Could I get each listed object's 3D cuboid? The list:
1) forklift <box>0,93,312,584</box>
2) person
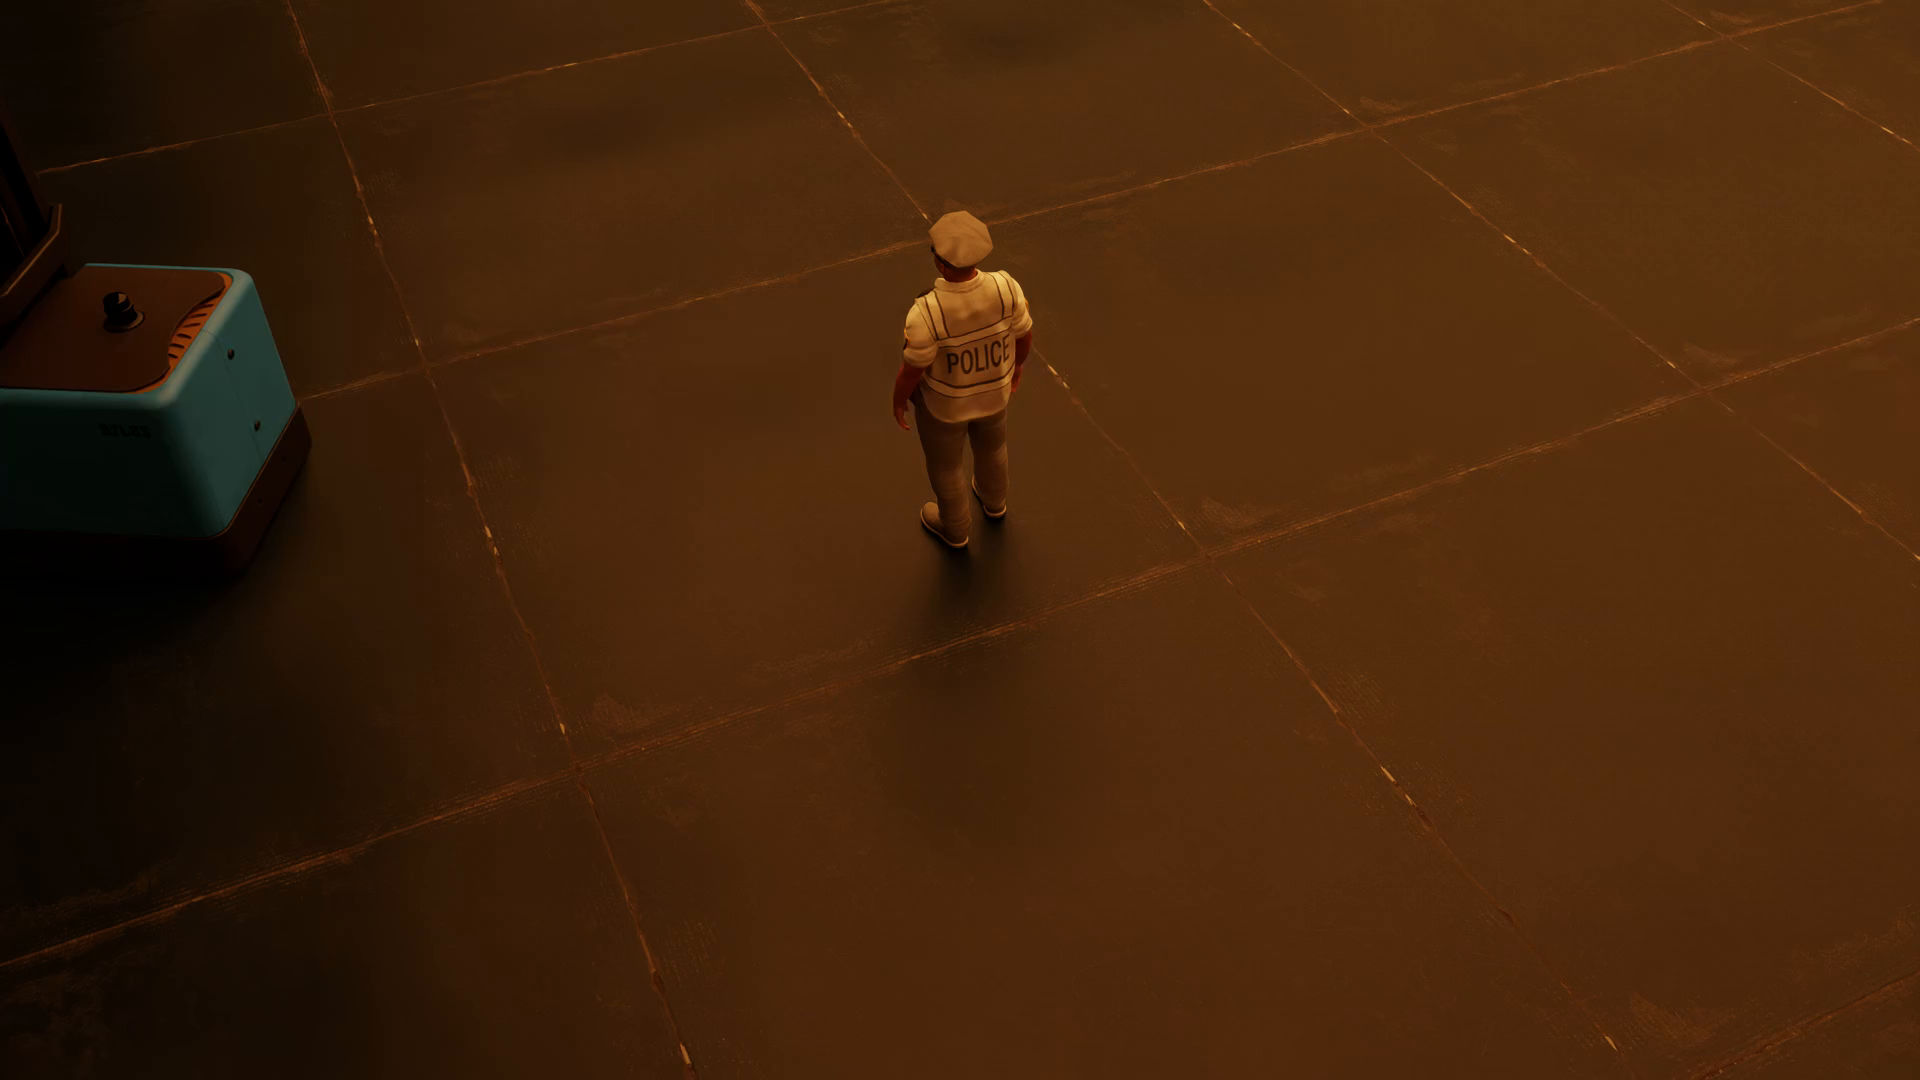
[{"bbox_3d":[-4.746,-1.264,7.035,3.031,2.935,1.130,3,43,3],"label":"forklift"},{"bbox_3d":[-0.023,-0.709,7.270,0.641,1.781,0.574,-18,46,-18],"label":"person"}]
